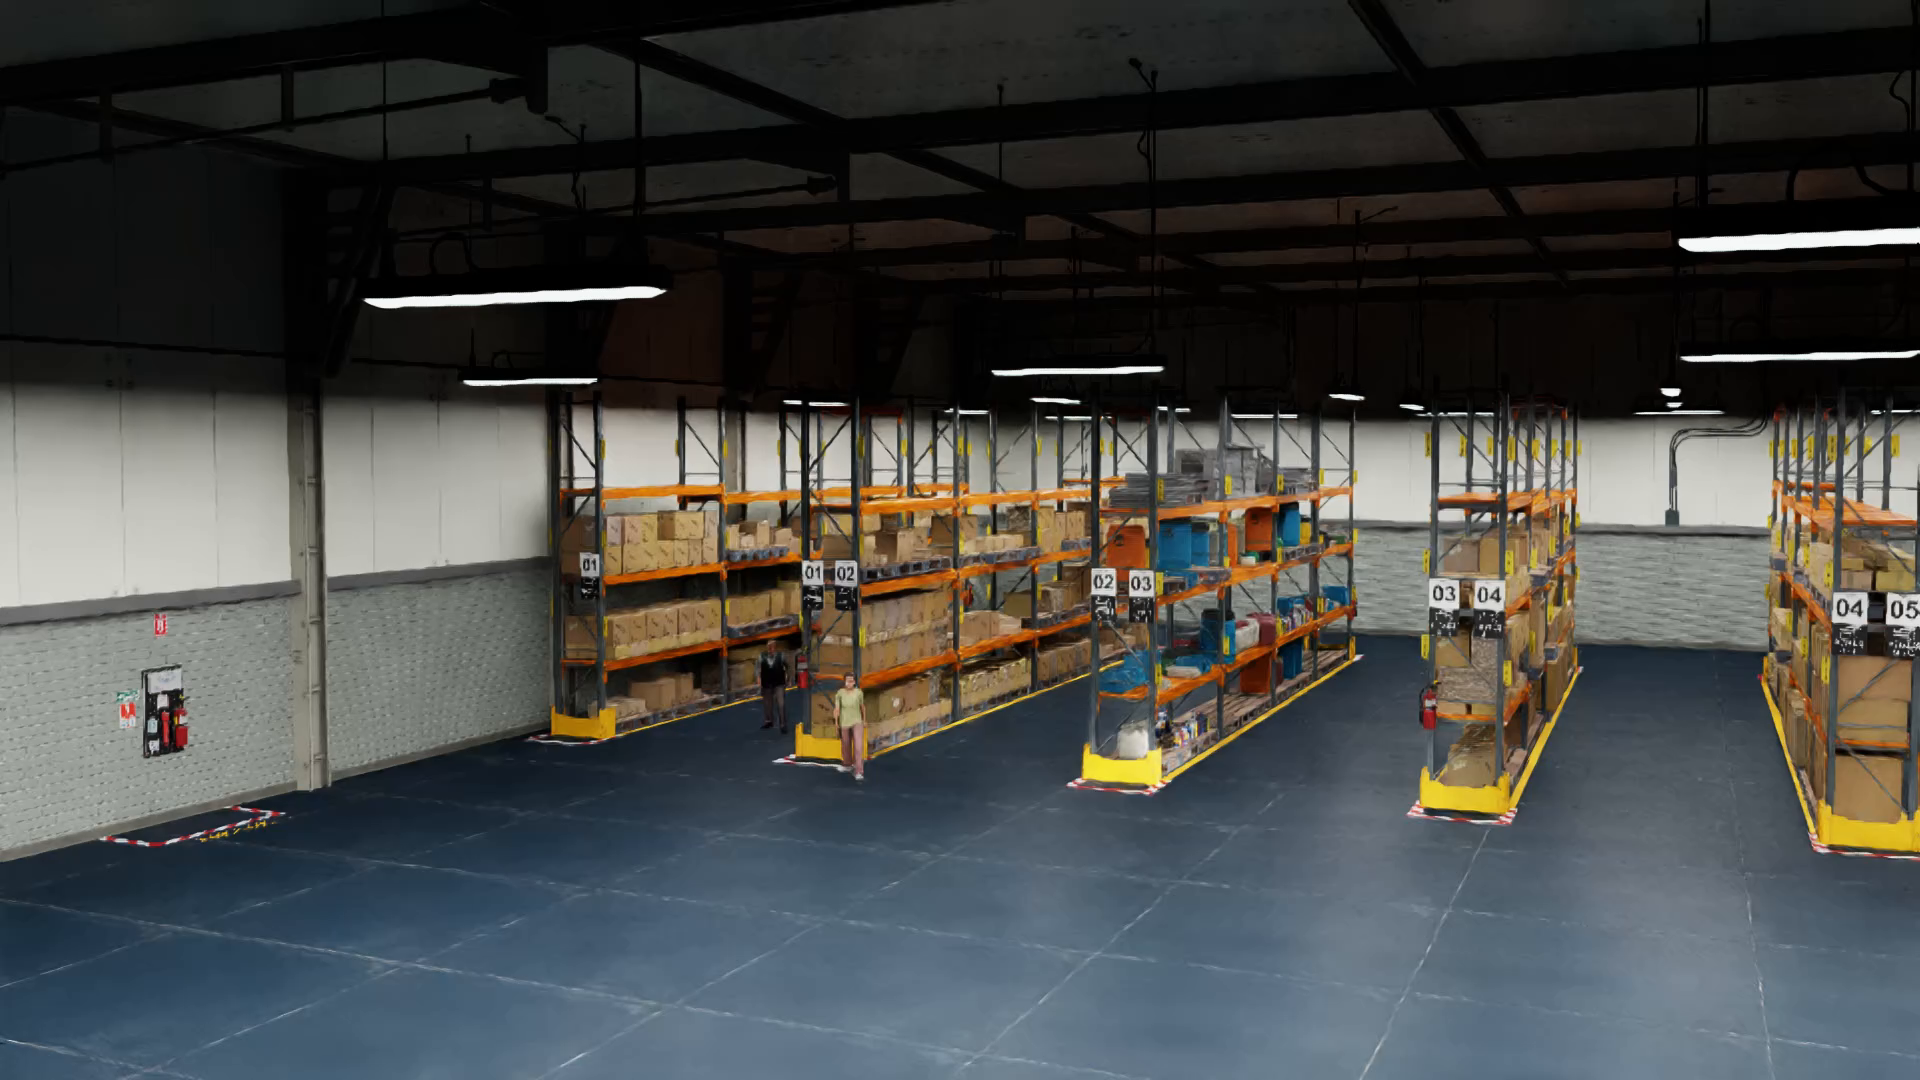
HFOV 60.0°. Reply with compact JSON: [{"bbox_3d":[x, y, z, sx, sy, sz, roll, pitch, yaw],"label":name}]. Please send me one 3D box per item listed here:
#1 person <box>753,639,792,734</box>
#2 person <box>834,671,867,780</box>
[{"bbox_3d":[-3.278,2.550,29.290,0.682,1.657,0.844,0,3,7],"label":"person"},{"bbox_3d":[-1.670,2.798,25.281,0.485,1.622,0.948,0,3,1],"label":"person"}]
